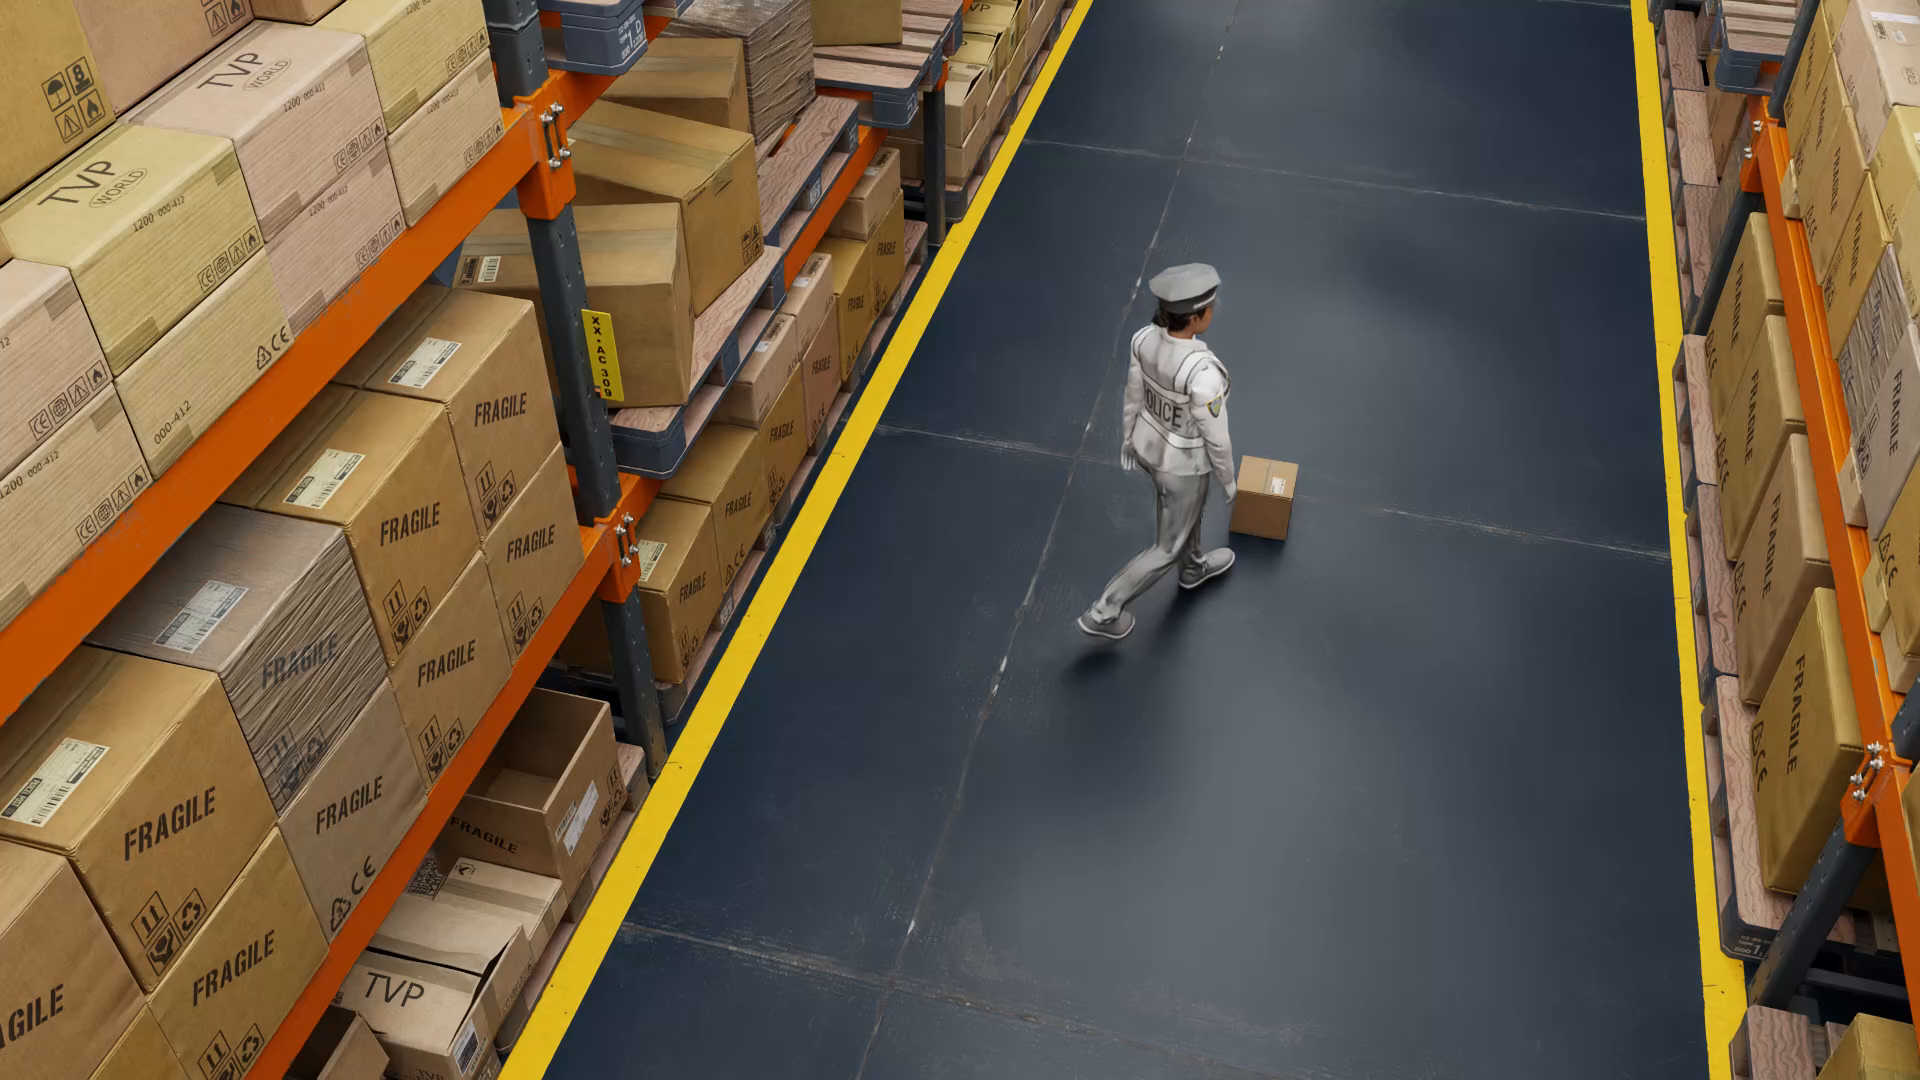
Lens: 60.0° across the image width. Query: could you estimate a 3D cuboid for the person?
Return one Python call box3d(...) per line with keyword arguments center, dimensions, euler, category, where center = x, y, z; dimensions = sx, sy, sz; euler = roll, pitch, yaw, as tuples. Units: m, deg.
box3d(center=(0.847, -0.327, 6.528), dimensions=(0.867, 1.639, 0.513), euler=(-19, 45, -21), category="person")
